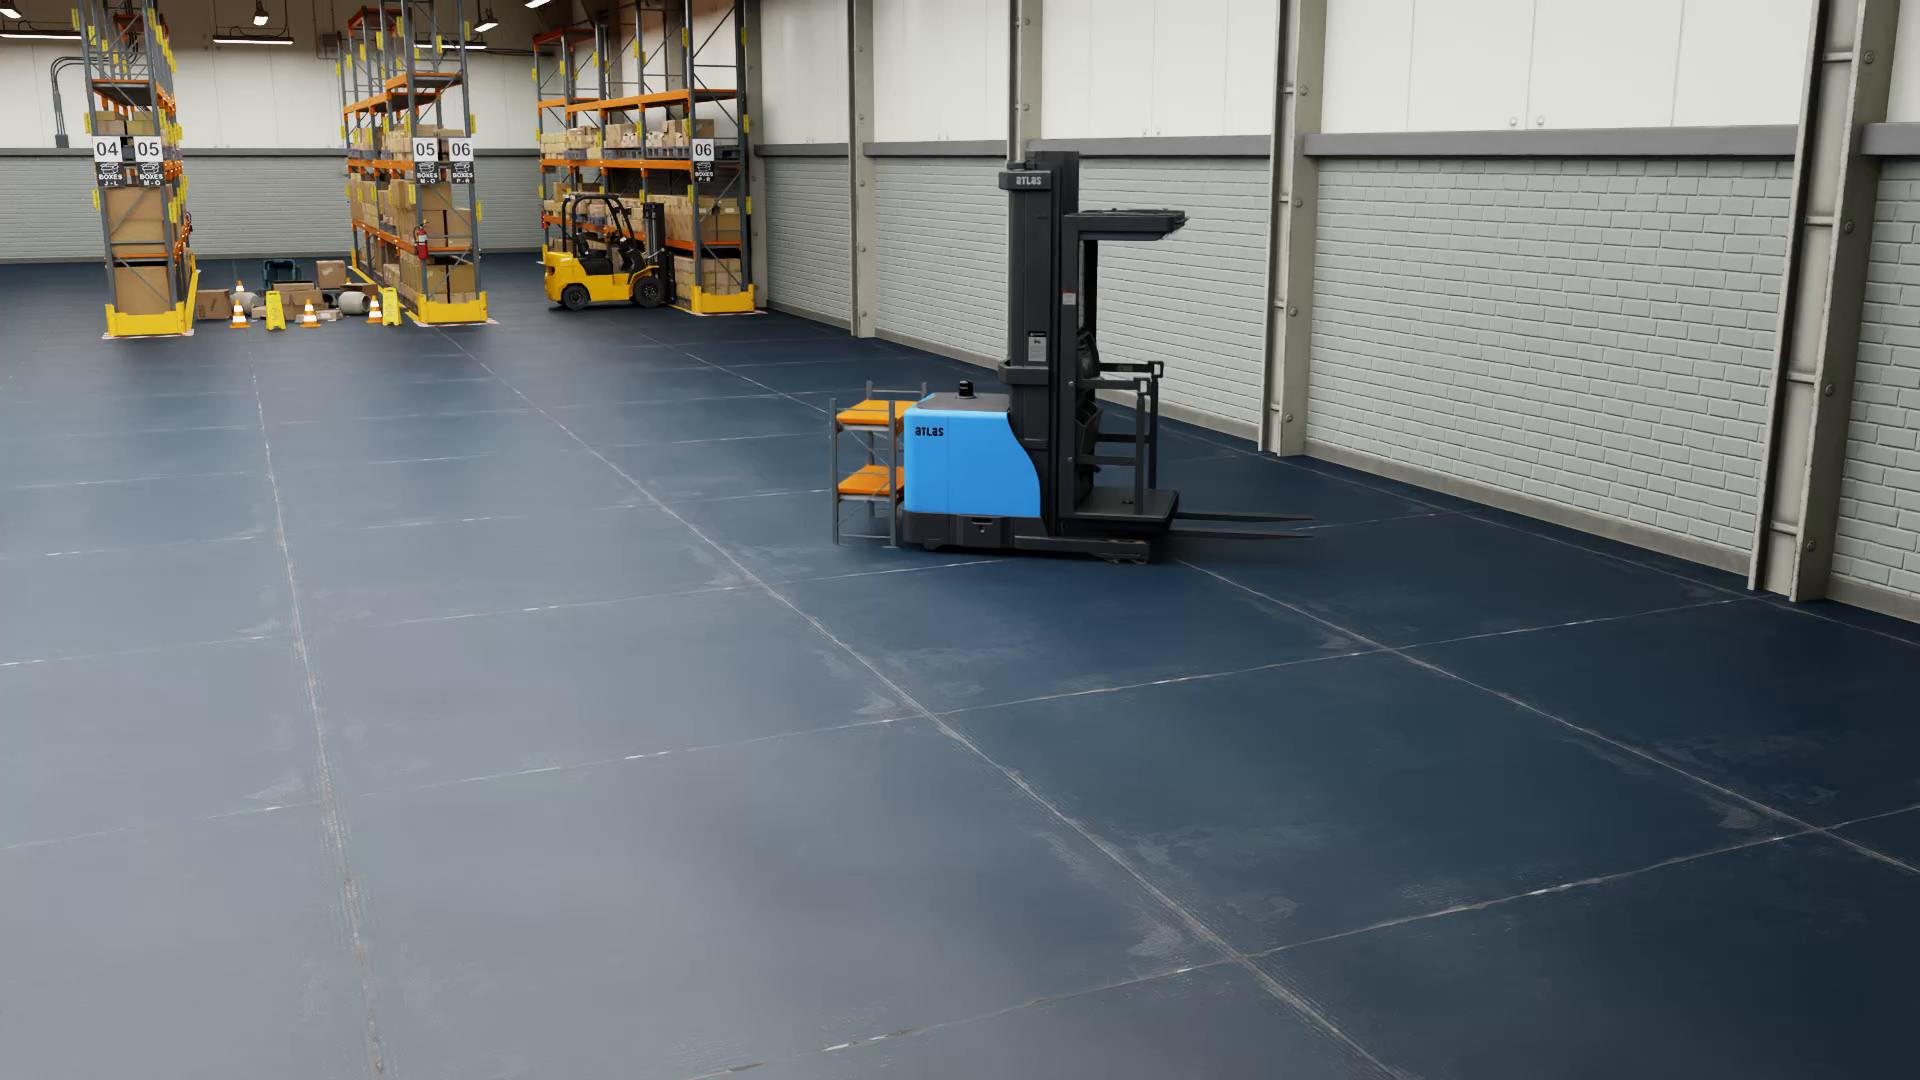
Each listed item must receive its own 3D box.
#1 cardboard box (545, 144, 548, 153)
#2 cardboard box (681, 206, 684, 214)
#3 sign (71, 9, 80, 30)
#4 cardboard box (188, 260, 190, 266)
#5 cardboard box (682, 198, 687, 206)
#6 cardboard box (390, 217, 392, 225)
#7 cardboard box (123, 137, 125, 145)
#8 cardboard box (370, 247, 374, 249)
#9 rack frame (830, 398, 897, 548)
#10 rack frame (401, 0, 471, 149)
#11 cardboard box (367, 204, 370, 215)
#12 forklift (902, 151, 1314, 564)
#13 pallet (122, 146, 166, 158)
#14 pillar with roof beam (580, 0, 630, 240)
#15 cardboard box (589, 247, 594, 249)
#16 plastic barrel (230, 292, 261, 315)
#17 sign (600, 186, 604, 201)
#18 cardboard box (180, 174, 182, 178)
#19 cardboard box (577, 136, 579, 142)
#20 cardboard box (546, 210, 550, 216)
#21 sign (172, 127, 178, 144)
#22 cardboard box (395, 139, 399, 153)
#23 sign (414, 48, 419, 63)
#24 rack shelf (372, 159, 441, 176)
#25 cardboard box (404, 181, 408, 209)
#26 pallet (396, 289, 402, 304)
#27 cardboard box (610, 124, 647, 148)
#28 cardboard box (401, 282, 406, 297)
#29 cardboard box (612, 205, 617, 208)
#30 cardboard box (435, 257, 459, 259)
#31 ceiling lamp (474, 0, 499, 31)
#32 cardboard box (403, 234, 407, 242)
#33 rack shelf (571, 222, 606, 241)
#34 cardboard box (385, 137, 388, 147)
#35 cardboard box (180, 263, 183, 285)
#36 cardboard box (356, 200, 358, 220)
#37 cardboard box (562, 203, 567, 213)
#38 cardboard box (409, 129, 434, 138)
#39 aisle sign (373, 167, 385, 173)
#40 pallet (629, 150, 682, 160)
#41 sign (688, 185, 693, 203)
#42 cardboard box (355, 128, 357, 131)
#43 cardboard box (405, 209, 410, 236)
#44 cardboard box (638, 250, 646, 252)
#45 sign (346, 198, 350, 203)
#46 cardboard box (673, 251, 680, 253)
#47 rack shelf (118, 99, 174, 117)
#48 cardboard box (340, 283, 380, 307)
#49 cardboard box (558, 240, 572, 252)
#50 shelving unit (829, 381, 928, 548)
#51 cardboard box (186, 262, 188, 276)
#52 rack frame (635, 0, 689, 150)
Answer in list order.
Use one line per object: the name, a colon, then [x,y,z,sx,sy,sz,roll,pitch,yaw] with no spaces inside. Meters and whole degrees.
cardboard box: [-10.790,-10.455,44.409,0.500,0.250,0.500,-5,14,-22]
cardboard box: [-5.192,-6.408,32.244,0.380,0.149,0.250,-6,14,-23]
sign: [-14.075,-8.289,26.478,0.100,0.325,0.005,-6,14,-23]
cardboard box: [-18.231,-6.462,38.869,0.380,0.149,0.250,-5,14,-20]
cardboard box: [-5.124,-6.500,31.981,0.380,0.149,0.250,-5,14,-22]
cardboard box: [-11.469,-6.535,34.077,0.380,0.149,0.250,-5,14,-22]
cardboard box: [-14.828,-6.968,29.076,0.380,0.149,0.250,-6,14,-23]
cardboard box: [-14.396,-7.146,41.844,0.875,0.438,0.875,-6,14,-25]
rack frame: [-0.728,-0.500,12.535,0.500,1.125,0.032,3,13,12]
rack frame: [-9.077,-8.309,28.813,1.000,3.000,0.127,-6,14,-23]
cardboard box: [-13.349,-7.603,38.293,0.500,0.250,0.500,-6,14,-25]
forklift: [1.139,-1.383,12.345,3.031,2.935,1.130,3,13,12]
pallet: [-14.371,-6.741,28.888,1.003,0.211,1.213,-6,14,-23]
pillar with roof beam: [-12.735,-11.074,40.759,9.100,9.000,0.548,-6,14,-23]
cardboard box: [-8.729,-6.861,40.473,0.500,0.500,0.500,-6,14,-25]
plastic barrel: [-13.314,-4.394,30.915,0.512,0.421,0.421,4,14,16]
sign: [-8.228,-7.963,38.230,0.100,0.325,0.005,-6,14,-23]
cardboard box: [-18.935,-8.512,39.897,0.500,0.500,0.500,-6,14,-25]
cardboard box: [-9.040,-9.690,40.179,0.380,0.149,0.250,-6,14,-23]
cardboard box: [-11.059,-8.926,45.341,0.380,0.149,0.250,-6,14,-23]
sign: [-16.265,-8.371,34.413,0.100,0.325,0.005,-6,14,-23]
cardboard box: [-10.350,-7.420,31.297,0.500,0.250,0.500,-5,14,-22]
sign: [-11.788,-10.506,36.061,0.100,0.325,0.005,-6,14,-23]
rack shelf: [-11.480,-7.737,34.589,1.077,0.370,4.000,-6,14,-23]
cardboard box: [-9.677,-6.258,30.158,0.700,0.500,0.500,-5,14,-22]
pallet: [-10.992,-5.015,34.069,1.003,0.211,1.213,-6,14,-23]
cardboard box: [-7.374,-8.985,37.010,0.700,0.500,0.500,-6,14,-24]
cardboard box: [-10.690,-4.931,32.691,0.500,0.250,0.500,-6,14,-26]
cardboard box: [-7.581,-7.441,37.593,0.500,0.250,0.500,-5,14,-21]
cardboard box: [-9.991,-5.240,32.362,0.500,0.500,0.500,-5,14,-22]
ceiling lamp: [-11.015,-13.709,39.202,0.800,3.185,2.000,-6,14,-23]
cardboard box: [-10.343,-5.731,31.537,0.380,0.149,0.250,-6,14,-23]
rack shelf: [-8.536,-7.551,40.438,1.077,0.370,4.000,-6,14,-23]
cardboard box: [-11.644,-8.238,34.931,0.797,0.503,0.637,-6,14,-23]
cardboard box: [-16.615,-5.546,34.237,1.050,0.750,0.750,-6,14,-24]
cardboard box: [-14.925,-8.305,41.878,0.500,0.500,0.500,-5,14,-21]
cardboard box: [-9.979,-8.572,42.926,0.500,0.250,0.500,-6,14,-23]
cardboard box: [-9.483,-7.157,29.277,0.380,0.149,0.250,-5,14,-22]
aisle sign: [-15.231,-10.001,43.664,0.394,0.787,0.004,-6,14,-23]
pallet: [-6.498,-8.211,35.466,0.805,0.209,1.217,-6,14,-25]
sign: [-5.033,-6.469,31.073,0.100,0.325,0.005,-6,14,-23]
cardboard box: [-14.816,-10.025,41.506,0.500,0.500,0.500,-5,14,-22]
cardboard box: [-9.940,-5.875,30.719,0.500,0.500,0.500,-6,14,-23]
cardboard box: [-6.959,-6.132,37.049,0.875,0.625,0.625,-6,14,-25]
sign: [-17.835,-9.995,48.802,0.327,0.218,0.001,-6,14,-23]
cardboard box: [-6.031,-5.779,34.136,0.500,0.250,0.500,-6,14,-23]
rack shelf: [-17.577,-9.362,35.844,1.077,0.370,4.000,-6,14,-23]
cardboard box: [-11.497,-4.652,31.854,0.500,0.500,0.500,4,14,16]
cardboard box: [-10.354,-7.694,44.075,0.500,0.500,0.500,-5,14,-22]
shelving unit: [-0.617,-0.612,13.019,0.538,1.125,1.048,3,13,12]
cardboard box: [-17.445,-6.042,36.934,0.500,0.500,0.500,-6,14,-24]
rack frame: [-6.132,-9.584,34.324,1.000,3.000,0.127,-6,14,-23]
